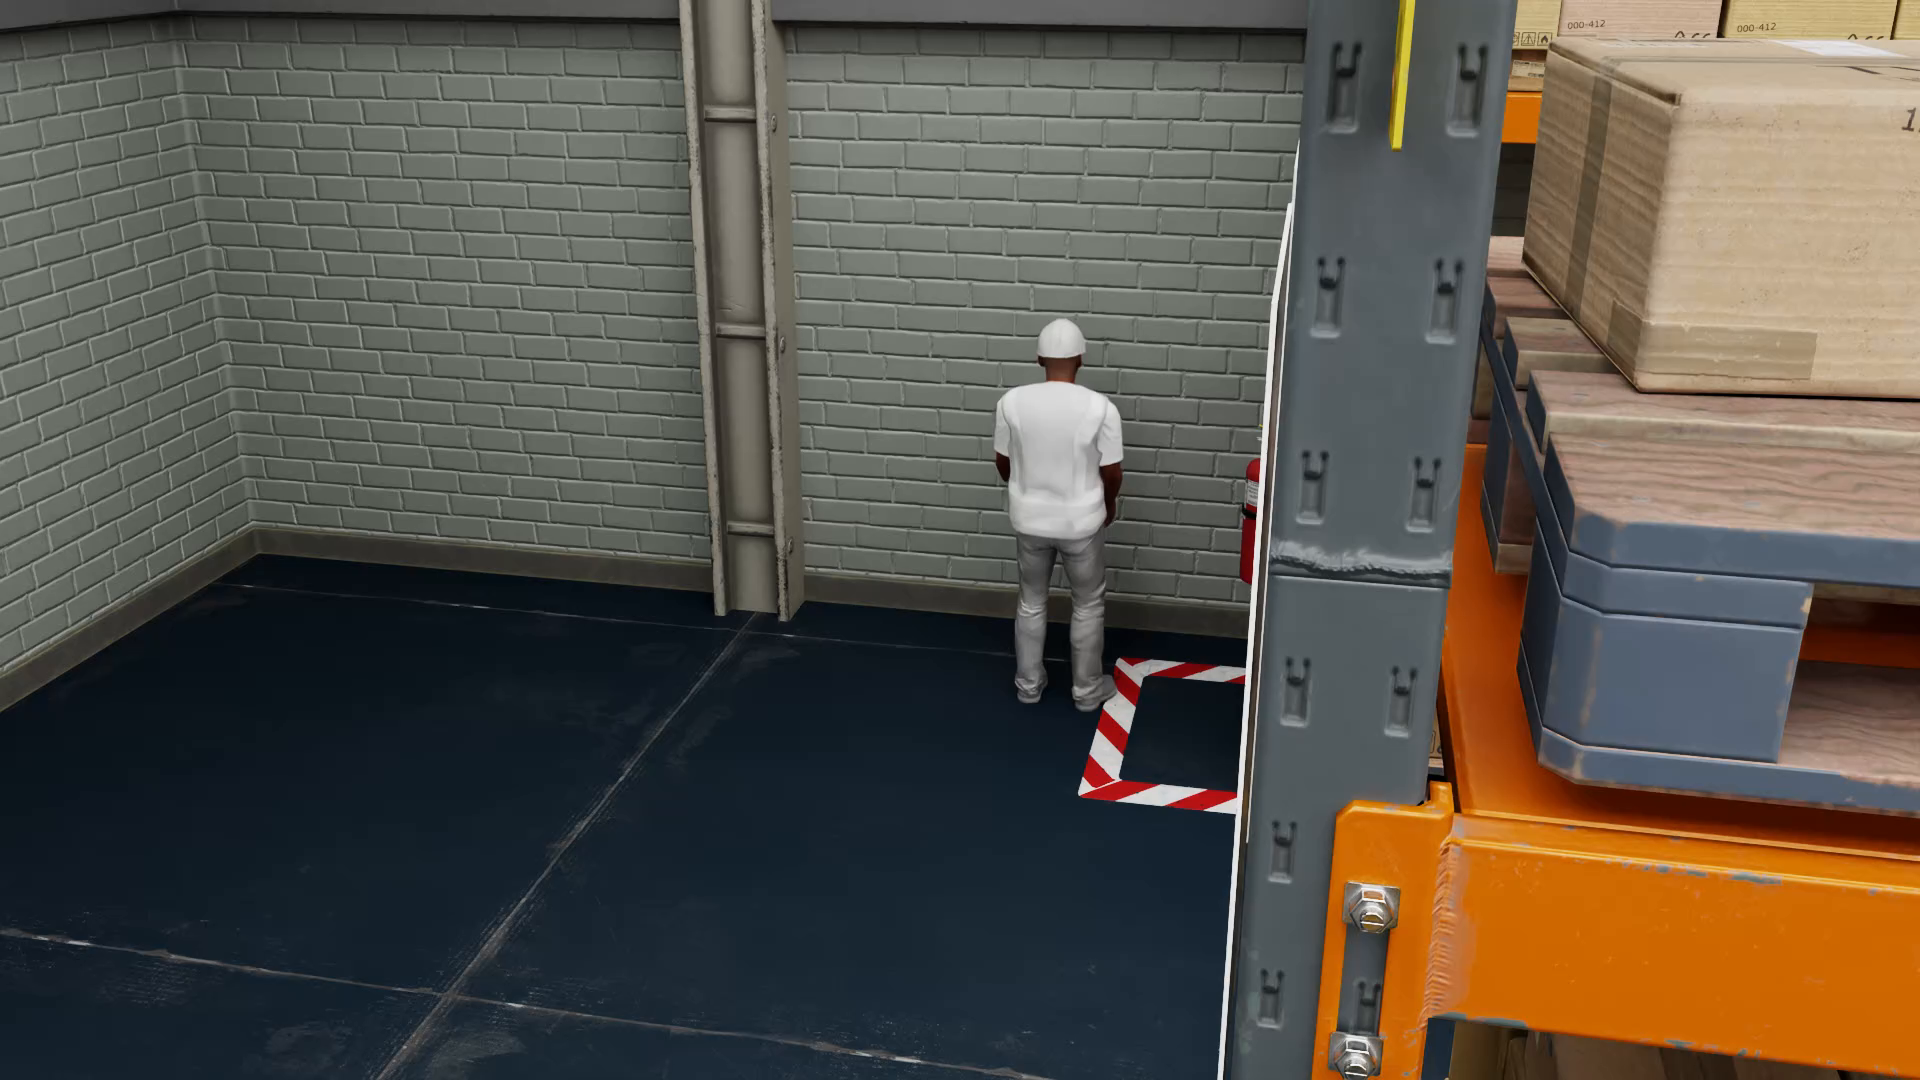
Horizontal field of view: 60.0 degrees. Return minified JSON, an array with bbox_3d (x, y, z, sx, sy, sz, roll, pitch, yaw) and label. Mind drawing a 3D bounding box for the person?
[{"bbox_3d":[0.445,-0.128,7.344,0.566,1.671,0.414,7,22,17],"label":"person"}]
